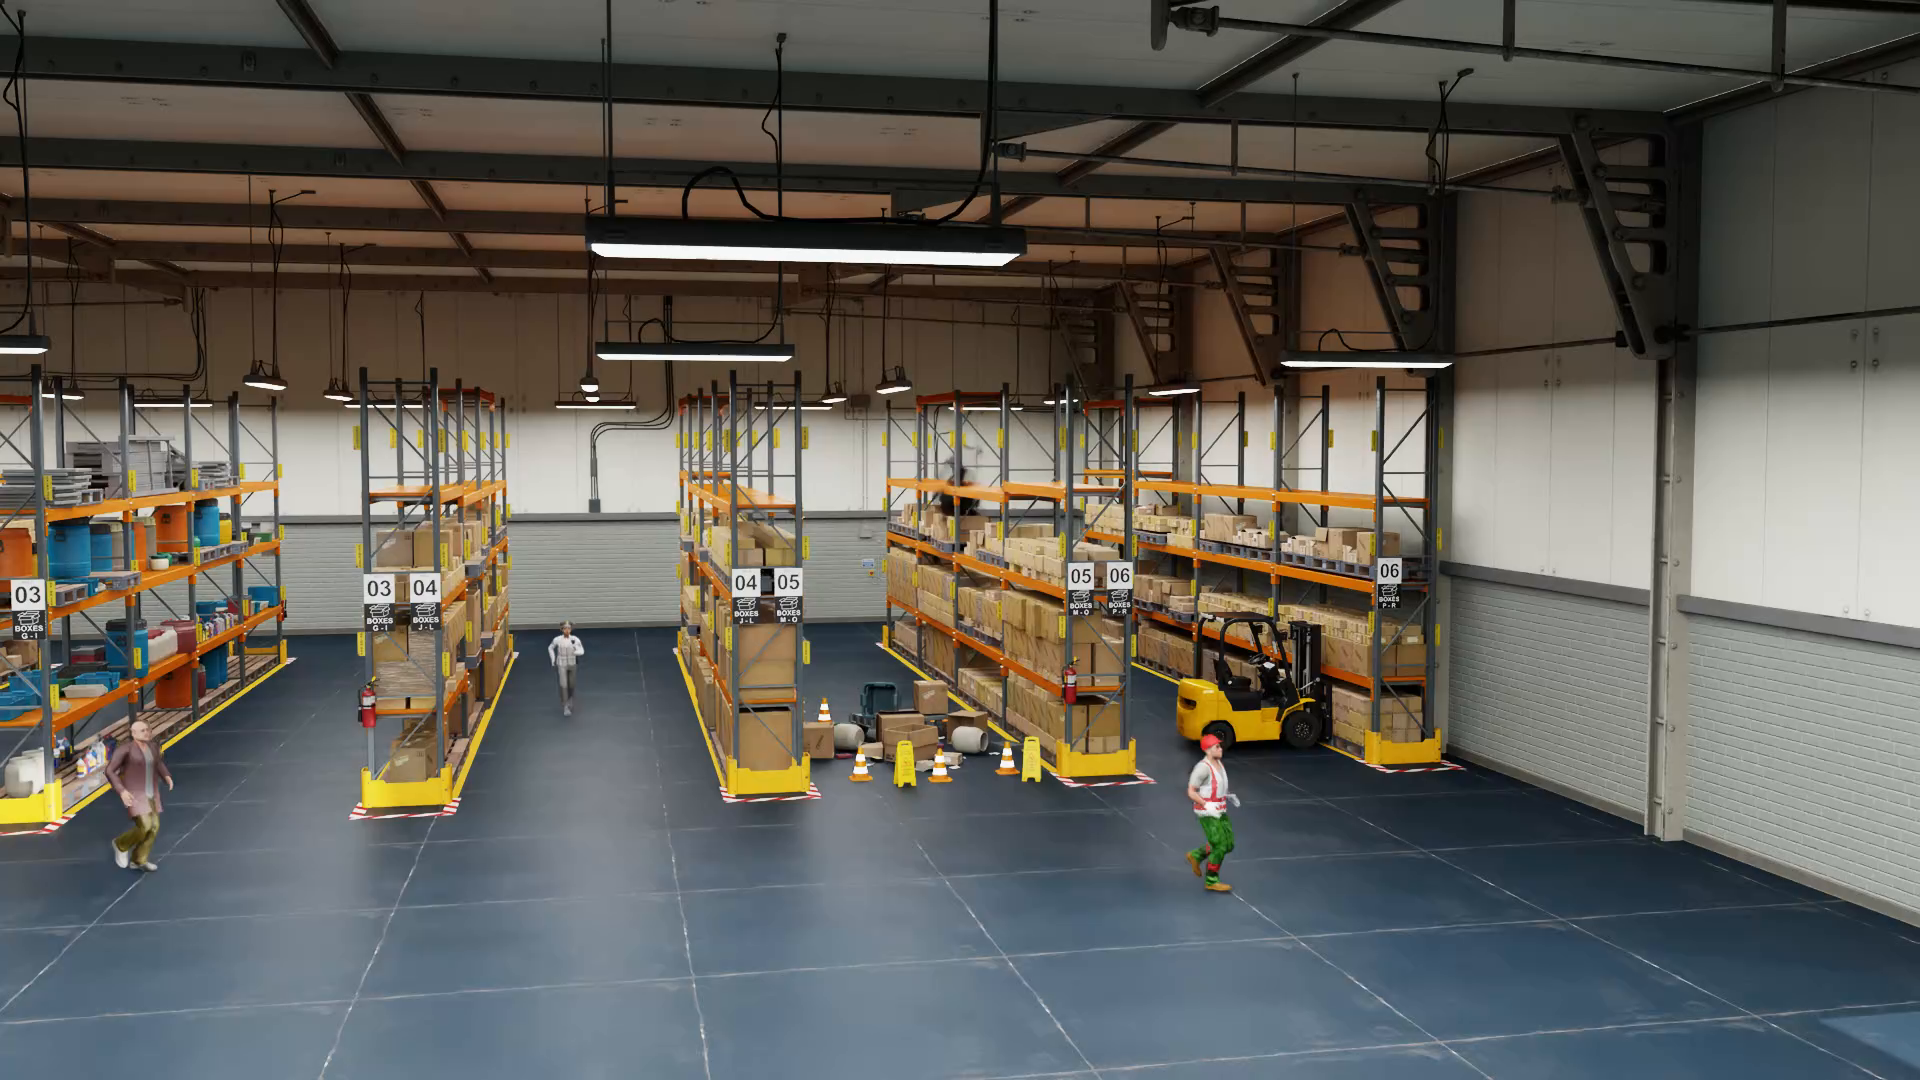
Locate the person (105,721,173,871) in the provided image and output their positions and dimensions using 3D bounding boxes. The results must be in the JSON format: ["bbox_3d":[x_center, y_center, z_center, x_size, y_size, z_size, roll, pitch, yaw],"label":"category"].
[{"bbox_3d":[-9.543,2.980,19.382,0.632,1.746,0.727,1,4,20],"label":"person"}]

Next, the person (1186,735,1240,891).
[{"bbox_3d":[2.763,3.027,18.508,0.612,1.742,0.643,2,4,36],"label":"person"}]

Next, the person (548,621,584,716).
[{"bbox_3d":[-7.210,2.316,30.513,0.609,1.684,0.920,-1,4,-21],"label":"person"}]
